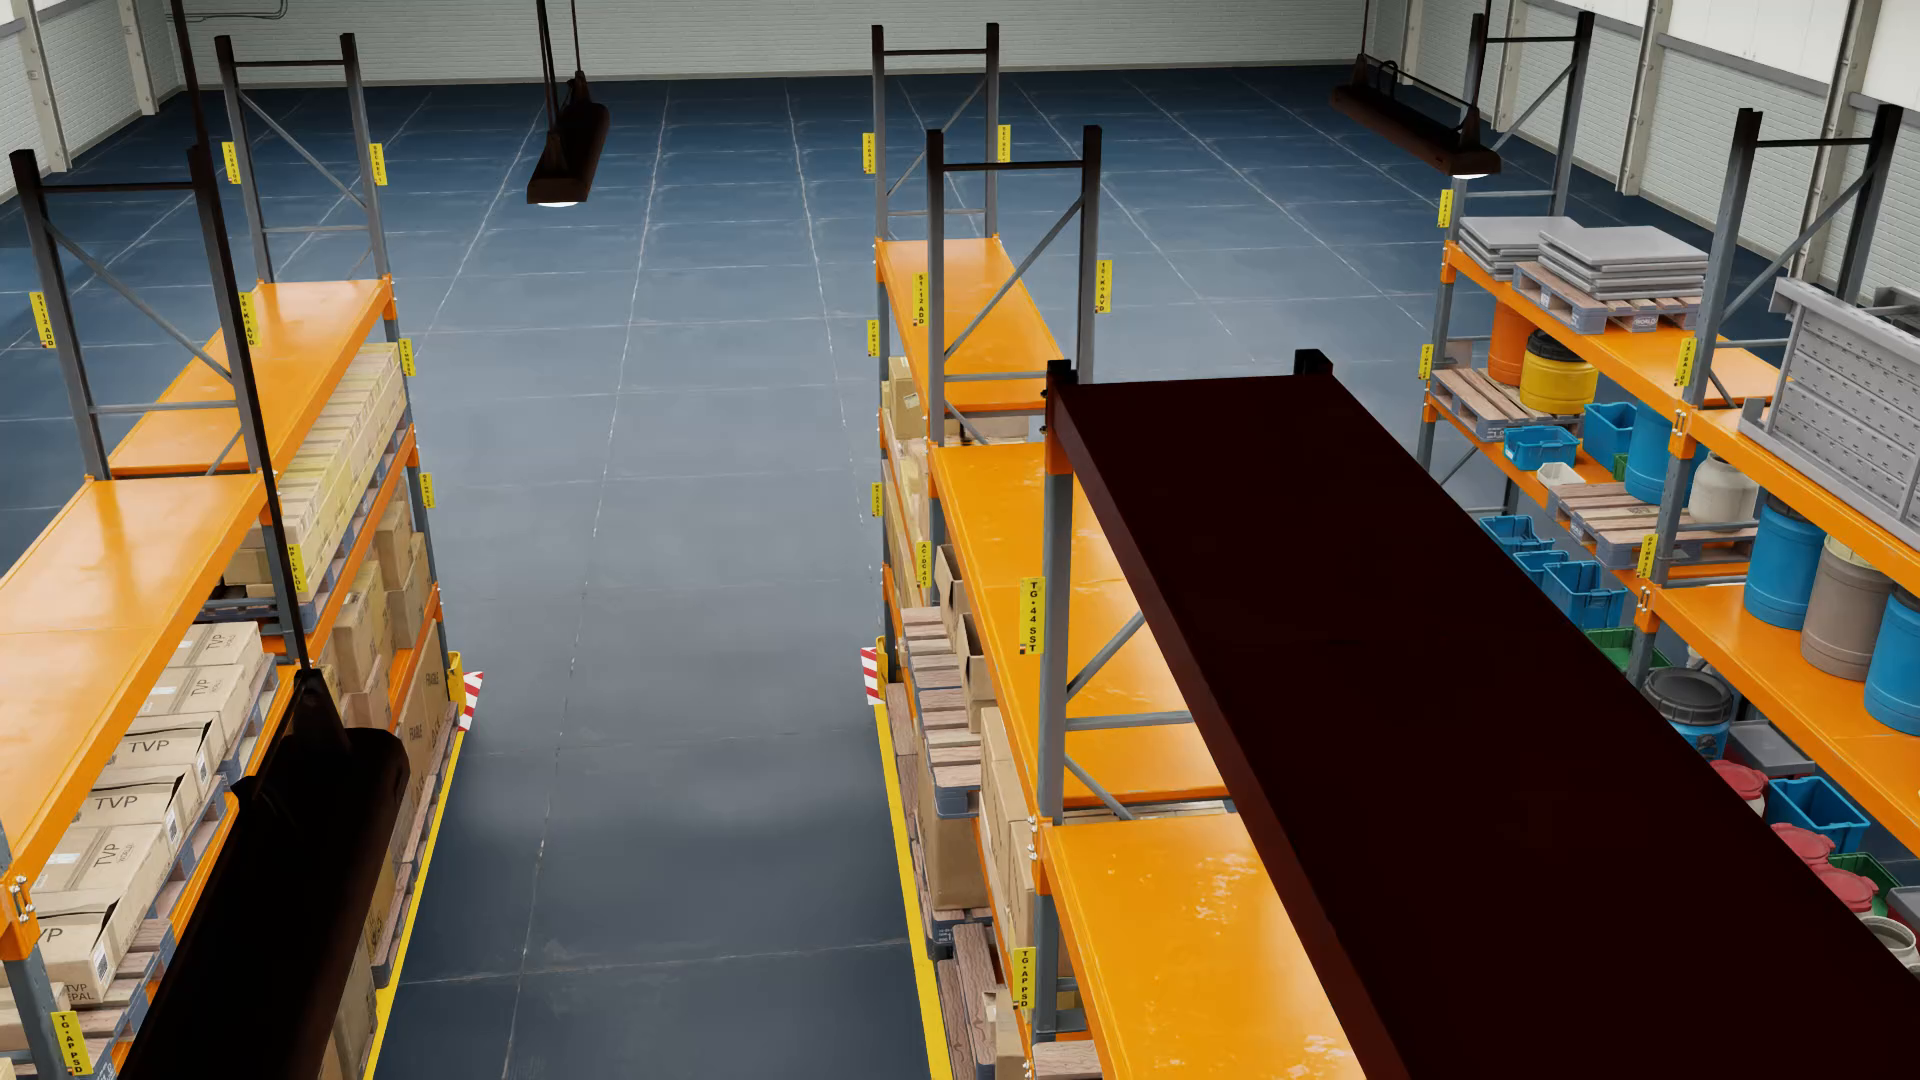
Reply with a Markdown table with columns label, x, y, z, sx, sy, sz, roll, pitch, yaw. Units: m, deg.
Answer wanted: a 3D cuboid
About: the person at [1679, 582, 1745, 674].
| label | x | y | z | sx | sy | sz | roll | pitch | yaw |
| --- | --- | --- | --- | --- | --- | --- | --- | --- | --- |
| person | 6.671 | 0.783 | 14.862 | 0.617 | 1.812 | 0.756 | -14 | 29 | -27 |
